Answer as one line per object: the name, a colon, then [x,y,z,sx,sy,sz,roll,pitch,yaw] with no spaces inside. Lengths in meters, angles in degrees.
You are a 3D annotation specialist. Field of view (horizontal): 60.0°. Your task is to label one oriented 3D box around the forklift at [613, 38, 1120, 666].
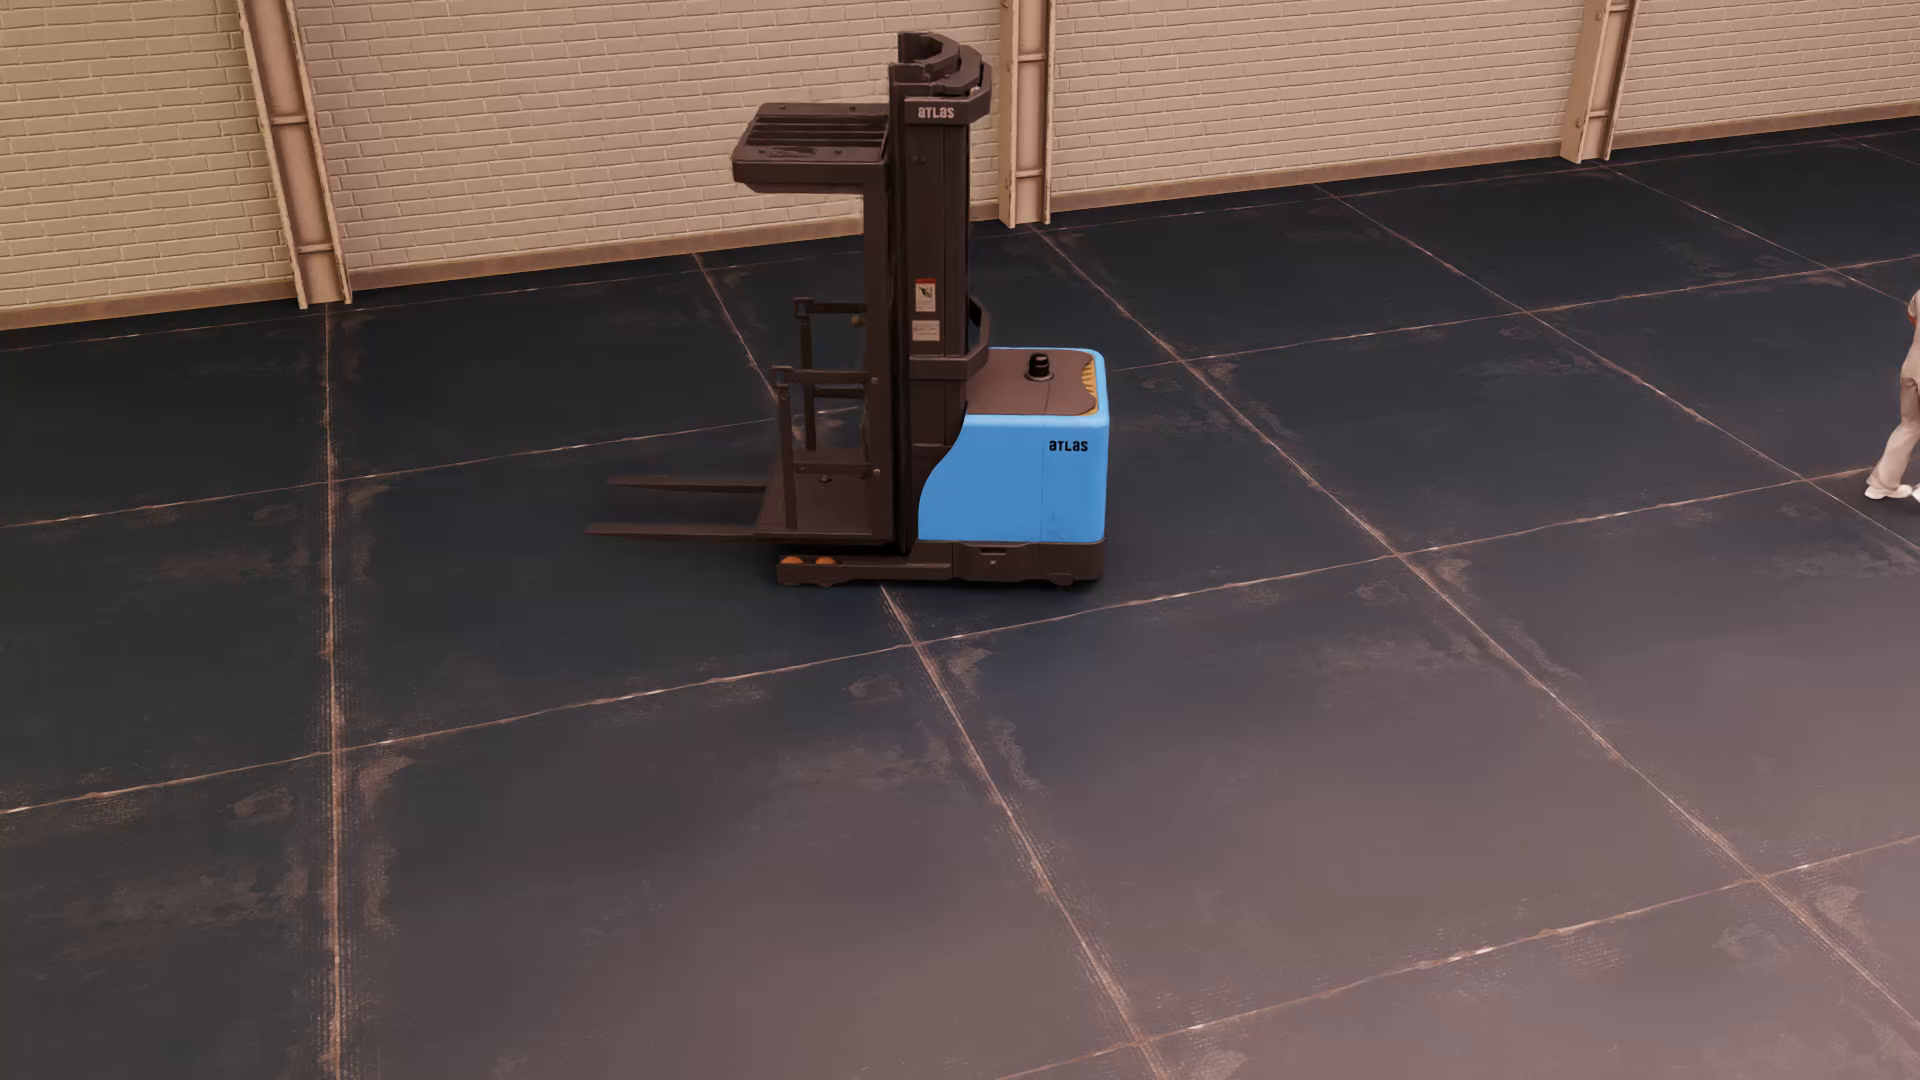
forklift: [-0.499,-1.056,8.922,3.031,2.935,1.130,-23,37,-34]
